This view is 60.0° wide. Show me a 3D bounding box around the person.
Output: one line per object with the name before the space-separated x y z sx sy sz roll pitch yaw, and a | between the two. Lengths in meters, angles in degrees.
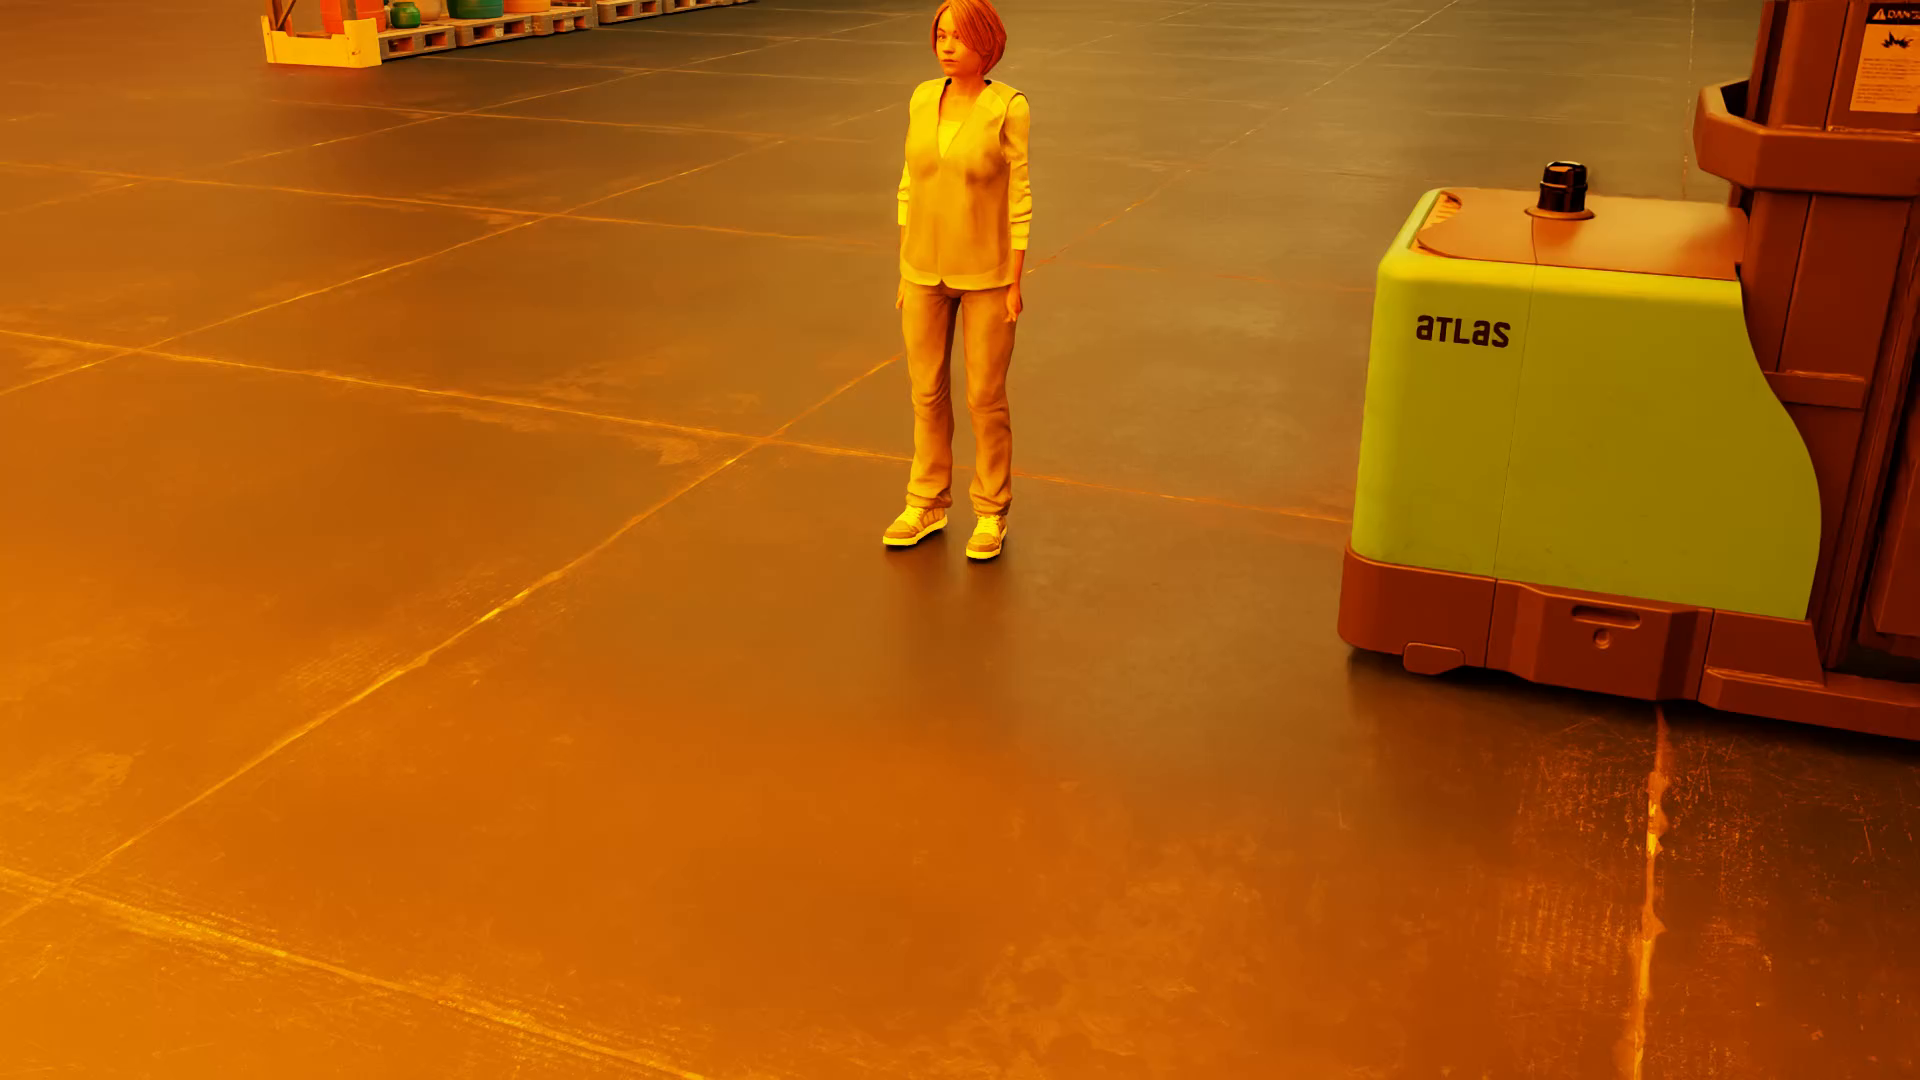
person | -0.001 -0.737 4.784 0.402 1.601 0.326 9 24 21

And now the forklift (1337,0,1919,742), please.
forklift | 2.554 -1.000 3.684 3.031 2.935 1.130 8 24 19
